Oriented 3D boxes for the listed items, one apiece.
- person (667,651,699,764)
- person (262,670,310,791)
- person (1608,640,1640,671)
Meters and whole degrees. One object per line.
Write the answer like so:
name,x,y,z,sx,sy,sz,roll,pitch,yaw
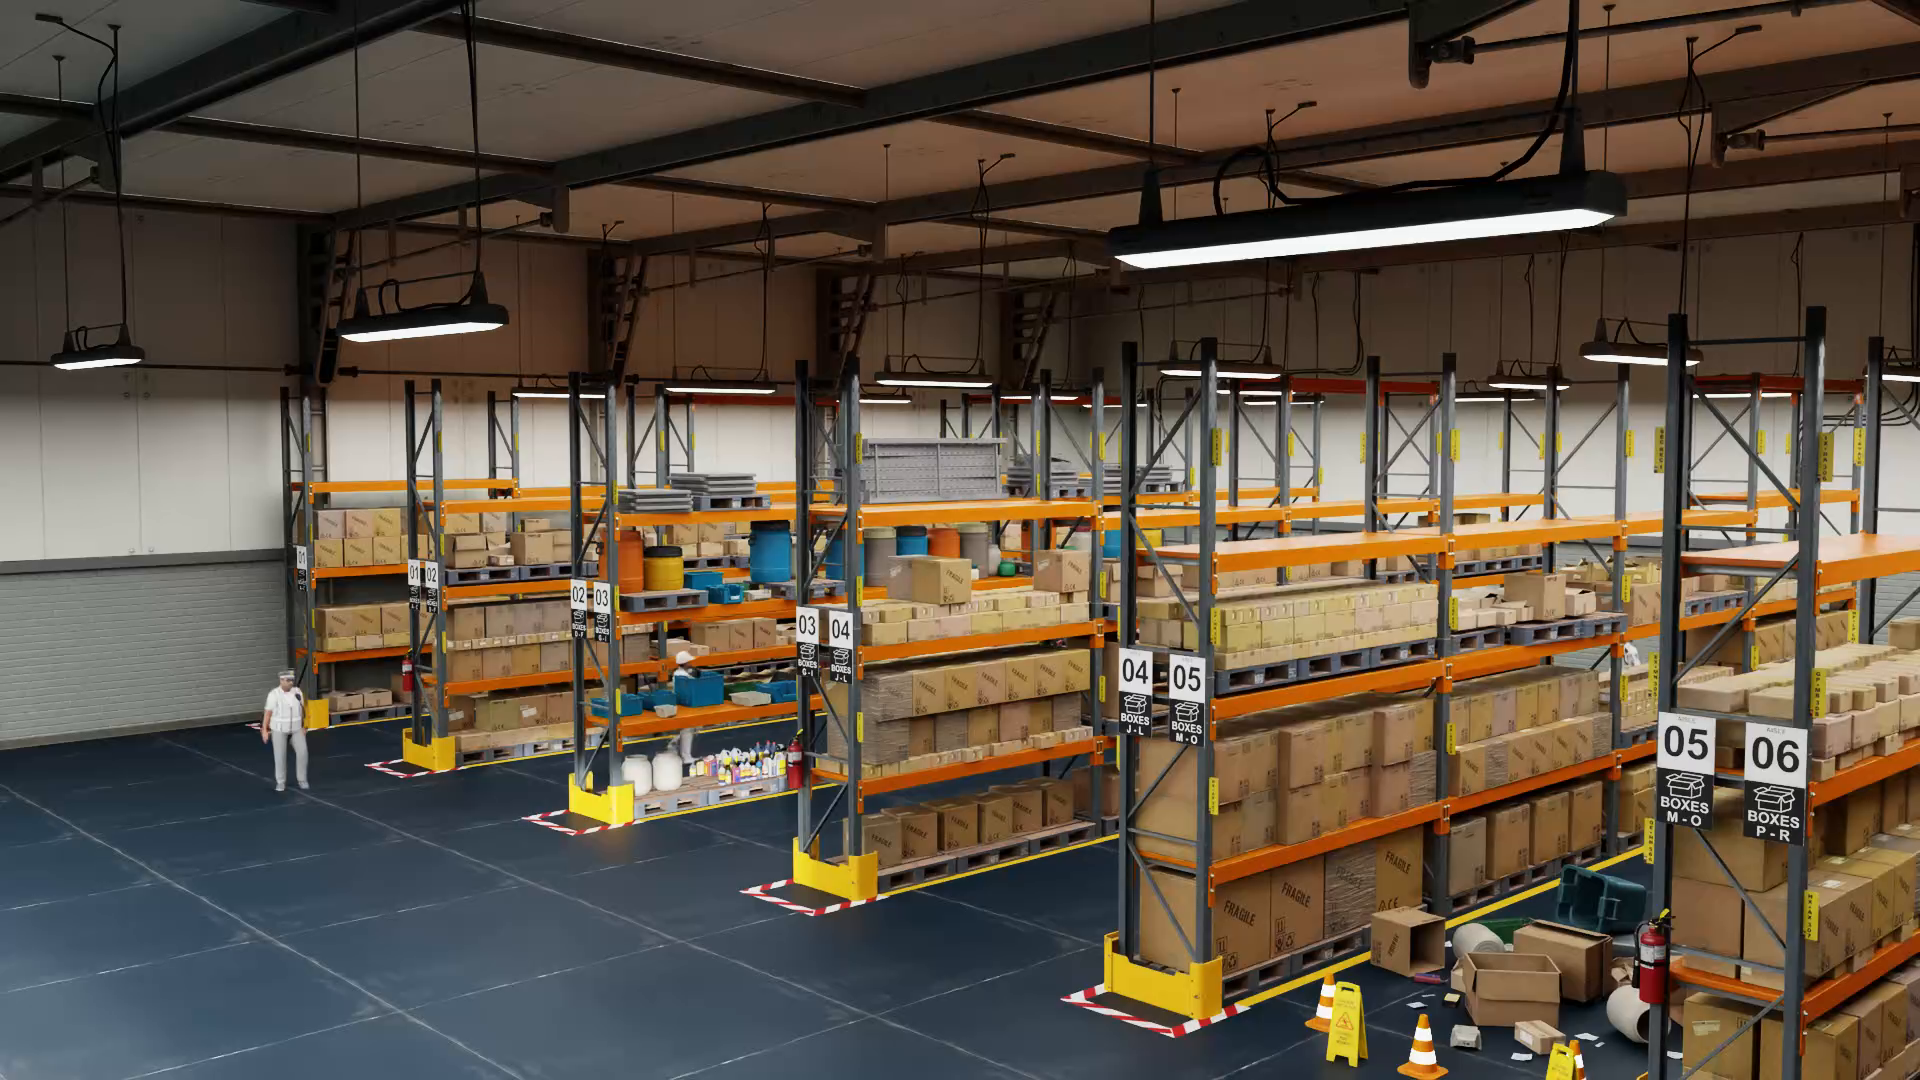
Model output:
person,-4.322,2.581,25.946,0.517,1.711,0.538,-1,4,-10
person,-9.812,2.768,24.149,0.655,1.786,0.413,-3,5,-42
person,11.953,2.425,29.974,0.585,1.644,0.932,2,4,30
